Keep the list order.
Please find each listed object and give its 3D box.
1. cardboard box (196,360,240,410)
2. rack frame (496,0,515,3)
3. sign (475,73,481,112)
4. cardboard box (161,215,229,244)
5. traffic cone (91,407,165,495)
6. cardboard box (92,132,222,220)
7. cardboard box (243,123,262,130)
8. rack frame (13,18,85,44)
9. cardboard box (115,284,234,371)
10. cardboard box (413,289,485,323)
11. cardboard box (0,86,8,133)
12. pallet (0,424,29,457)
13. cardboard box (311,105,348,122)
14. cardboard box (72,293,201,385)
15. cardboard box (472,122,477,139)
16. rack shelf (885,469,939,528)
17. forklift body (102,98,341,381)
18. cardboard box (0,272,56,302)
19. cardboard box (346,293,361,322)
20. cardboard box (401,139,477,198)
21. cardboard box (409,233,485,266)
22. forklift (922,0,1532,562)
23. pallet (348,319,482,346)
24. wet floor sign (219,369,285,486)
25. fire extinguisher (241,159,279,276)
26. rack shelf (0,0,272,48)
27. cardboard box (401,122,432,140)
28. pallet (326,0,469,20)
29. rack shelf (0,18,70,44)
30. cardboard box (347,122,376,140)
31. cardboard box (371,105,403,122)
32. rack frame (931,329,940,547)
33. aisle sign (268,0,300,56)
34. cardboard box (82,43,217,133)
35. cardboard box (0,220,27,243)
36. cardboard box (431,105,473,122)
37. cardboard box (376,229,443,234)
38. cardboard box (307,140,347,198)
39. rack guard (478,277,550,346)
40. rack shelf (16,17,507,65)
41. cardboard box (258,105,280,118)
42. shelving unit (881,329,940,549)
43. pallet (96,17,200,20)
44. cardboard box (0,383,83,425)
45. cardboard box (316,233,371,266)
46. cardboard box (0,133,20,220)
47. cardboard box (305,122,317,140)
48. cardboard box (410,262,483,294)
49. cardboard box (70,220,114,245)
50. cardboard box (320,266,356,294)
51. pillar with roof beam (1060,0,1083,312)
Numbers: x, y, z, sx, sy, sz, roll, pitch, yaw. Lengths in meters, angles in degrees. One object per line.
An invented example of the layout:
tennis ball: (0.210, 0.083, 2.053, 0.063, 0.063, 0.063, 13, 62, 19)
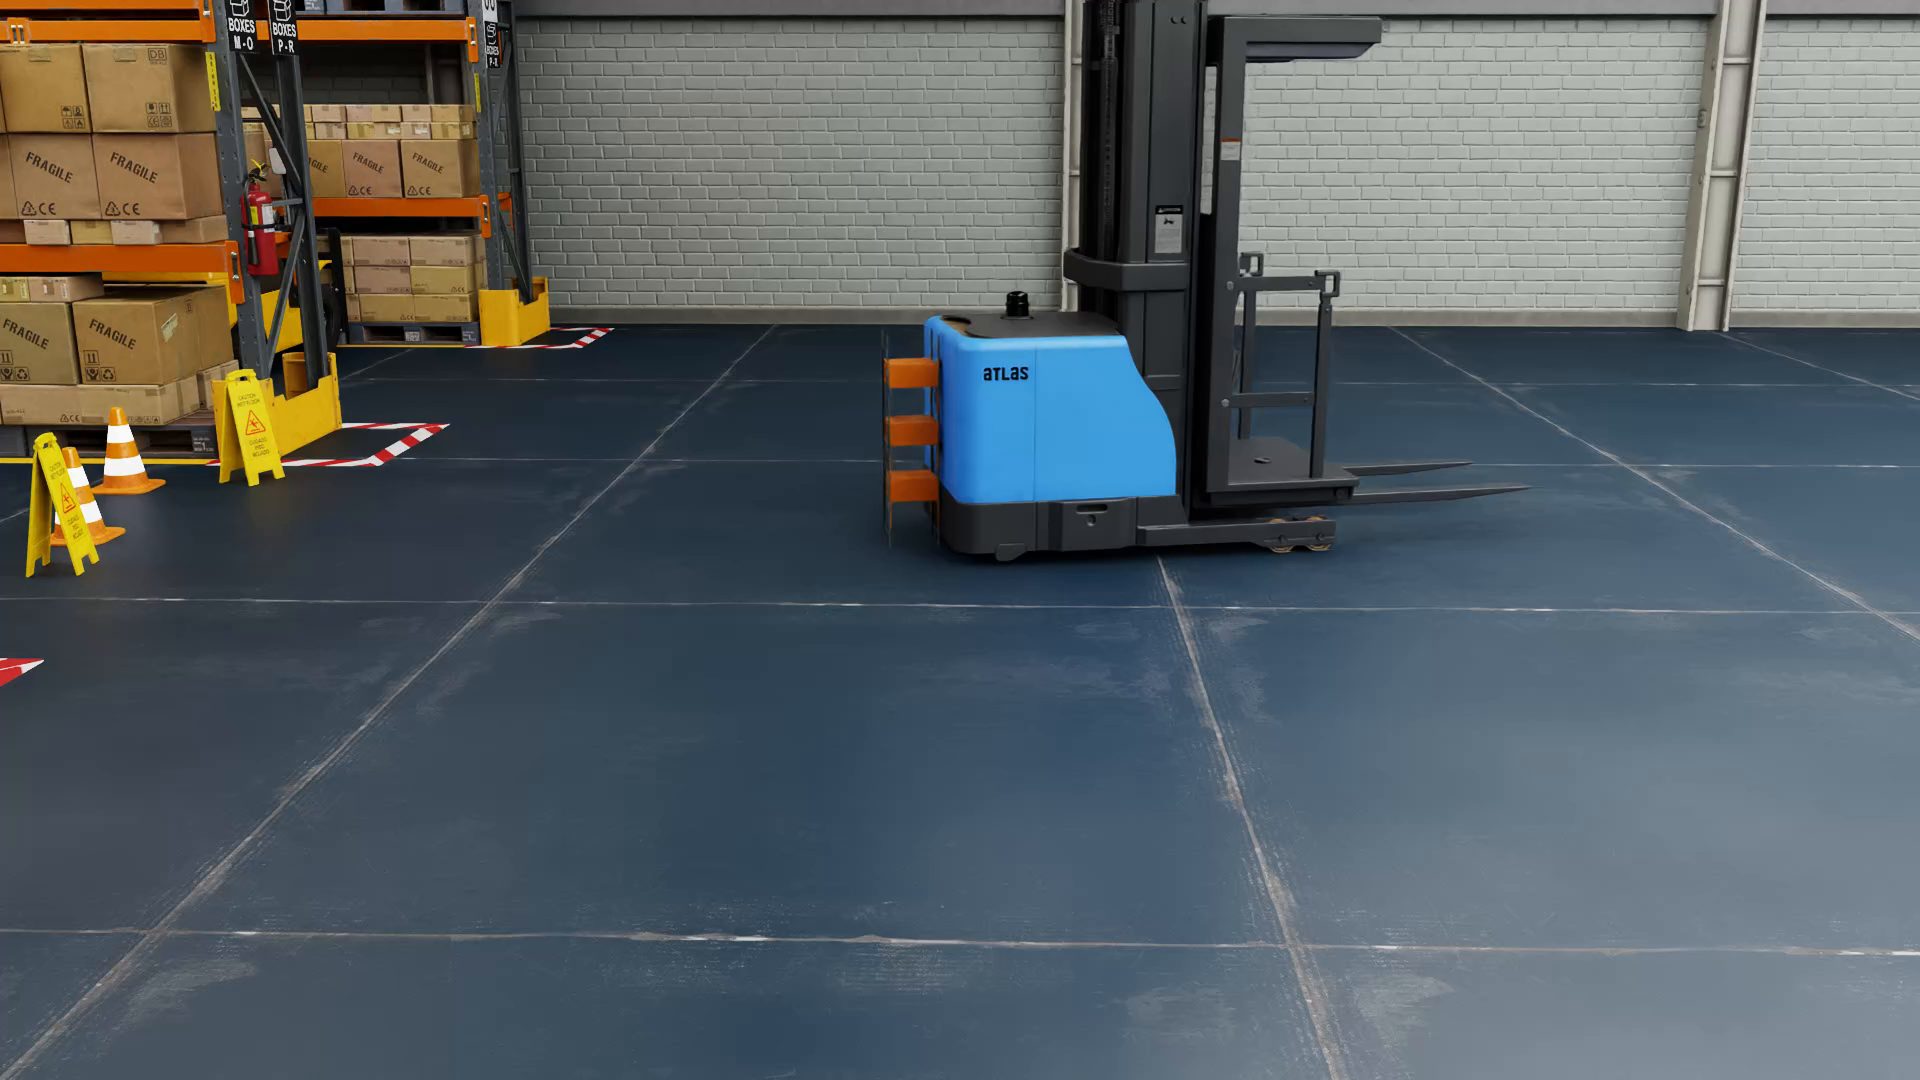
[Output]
cardboard box: (-5.073, -1.021, 10.898, 0.500, 0.250, 0.500, 0, 15, 1)
rack frame: (-4.150, -6.239, 14.347, 0.127, 3.000, 1.000, 0, 15, 1)
sign: (-4.178, -3.874, 14.410, 0.005, 0.325, 0.100, 0, 15, 1)
cardboard box: (-4.653, -1.899, 10.148, 0.250, 0.149, 0.380, 1, 15, 3)
traffic cone: (-4.736, -0.519, 9.401, 0.334, 0.463, 0.336, 0, 15, 1)
cardboard box: (-4.823, -2.198, 10.010, 0.500, 0.500, 0.500, 0, 15, 0)
cardboard box: (-6.292, -3.642, 14.796, 0.250, 0.149, 0.380, 0, 15, 0)
rack frame: (-8.149, -3.364, 15.211, 0.127, 3.000, 1.000, 0, 15, 1)
cardboard box: (-5.096, -1.384, 10.803, 0.500, 0.500, 0.500, 0, 15, 0)
cardboard box: (-4.628, -2.134, 15.115, 0.500, 0.250, 0.500, 0, 15, 2)
cardboard box: (-5.808, -2.678, 9.870, 0.500, 0.500, 0.700, 0, 15, 1)
pallet: (-6.377, -0.747, 10.759, 1.213, 0.211, 1.003, 0, 15, 1)
cardboard box: (-5.533, -3.775, 14.717, 0.250, 0.149, 0.380, 1, 15, 3)
cardboard box: (-5.081, -1.247, 10.283, 0.500, 0.500, 0.500, 0, 15, 2)
cardboard box: (-4.483, -3.768, 15.276, 0.250, 0.149, 0.380, 0, 15, 0)
rack shelf: (-0.241, -0.214, 8.224, 0.240, 0.259, 0.215, -3, 15, -11)
forklift body: (-6.092, -2.475, 13.504, 1.214, 2.155, 2.313, 0, 15, 1)
cardboard box: (-5.701, -1.548, 10.154, 0.250, 0.149, 0.380, 1, 15, 2)
cardboard box: (-5.625, -2.145, 15.158, 0.500, 0.250, 0.500, 1, 15, 2)
cardboard box: (-4.649, -3.323, 14.857, 0.500, 0.500, 0.500, 0, 15, 0)
cardboard box: (-4.618, -2.618, 14.991, 0.500, 0.250, 0.500, 1, 15, 3)
forklift: (1.374, -1.482, 8.211, 3.031, 2.935, 1.130, -3, 15, -11)
pallet: (-4.916, -1.984, 15.446, 1.213, 0.211, 1.003, 0, 15, 1)
wet floor sign: (-4.111, -0.660, 9.575, 0.232, 0.644, 0.267, 6, 16, 21)
fire extinguisher: (-4.171, -1.916, 9.876, 0.183, 0.674, 0.296, 0, 15, 1)
rack shelf: (-6.273, -3.188, 10.072, 4.000, 0.370, 1.077, 0, 15, 1)
cardboard box: (-4.760, -3.625, 14.732, 0.250, 0.149, 0.380, 1, 15, 2)
pallet: (-4.856, -4.757, 14.783, 1.213, 0.211, 1.003, 0, 15, 1)
rack shelf: (-10.148, -4.480, 14.969, 4.000, 0.370, 1.077, 0, 15, 1)
cardboard box: (-5.265, -3.647, 14.814, 0.250, 0.149, 0.380, 0, 15, 1)
cardboard box: (-5.023, -3.781, 14.740, 0.250, 0.149, 0.380, 1, 15, 3)
rack frame: (-0.121, -0.499, 8.173, 0.008, 1.050, 0.200, -3, 15, -11)
aisle sign: (-4.203, -3.408, 10.280, 0.004, 0.787, 0.394, 0, 15, 1)
cardboard box: (-4.789, -2.695, 9.937, 0.500, 0.500, 0.700, 0, 15, 0)
cardboard box: (-5.675, -1.911, 10.194, 0.250, 0.149, 0.380, 1, 15, 2)
cardboard box: (-4.514, -3.792, 14.784, 0.250, 0.149, 0.380, 0, 15, 2)
cardboard box: (-5.125, -2.749, 15.485, 0.500, 0.250, 0.500, 0, 15, 2)
cardboard box: (-5.679, -3.332, 14.892, 0.500, 0.500, 0.500, 0, 15, 0)
rack guard: (-4.126, -2.129, 15.430, 0.348, 0.500, 1.175, 0, 15, 1)
rack shelf: (-6.149, -4.454, 14.870, 4.000, 0.370, 1.077, 0, 15, 1)
cardboard box: (-6.047, -3.801, 14.816, 0.250, 0.149, 0.380, 1, 15, 2)
shelving unit: (-0.241, -0.493, 8.150, 0.252, 1.050, 0.215, -3, 15, -11)
pallet: (-7.296, -4.773, 14.843, 1.213, 0.211, 1.003, 0, 15, 1)
cardboard box: (-5.606, -0.888, 10.391, 0.500, 0.250, 0.500, 0, 15, 2)
cardboard box: (-5.634, -2.621, 15.001, 0.500, 0.250, 0.500, 1, 15, 2)
cardboard box: (-5.823, -2.206, 10.043, 0.500, 0.500, 0.500, 0, 15, 1)
cardboard box: (-5.787, -3.633, 14.762, 0.250, 0.149, 0.380, 0, 15, 2)
cardboard box: (-4.645, -2.377, 15.055, 0.500, 0.250, 0.500, 0, 15, 1)
cardboard box: (-5.164, -1.879, 10.074, 0.250, 0.149, 0.380, 0, 15, 0)
cardboard box: (-5.662, -2.381, 15.070, 0.500, 0.250, 0.500, 0, 15, 0)
pillar with roof beam: (1.065, -5.336, 10.926, 0.400, 9.000, 9.100, 0, 15, 1)
